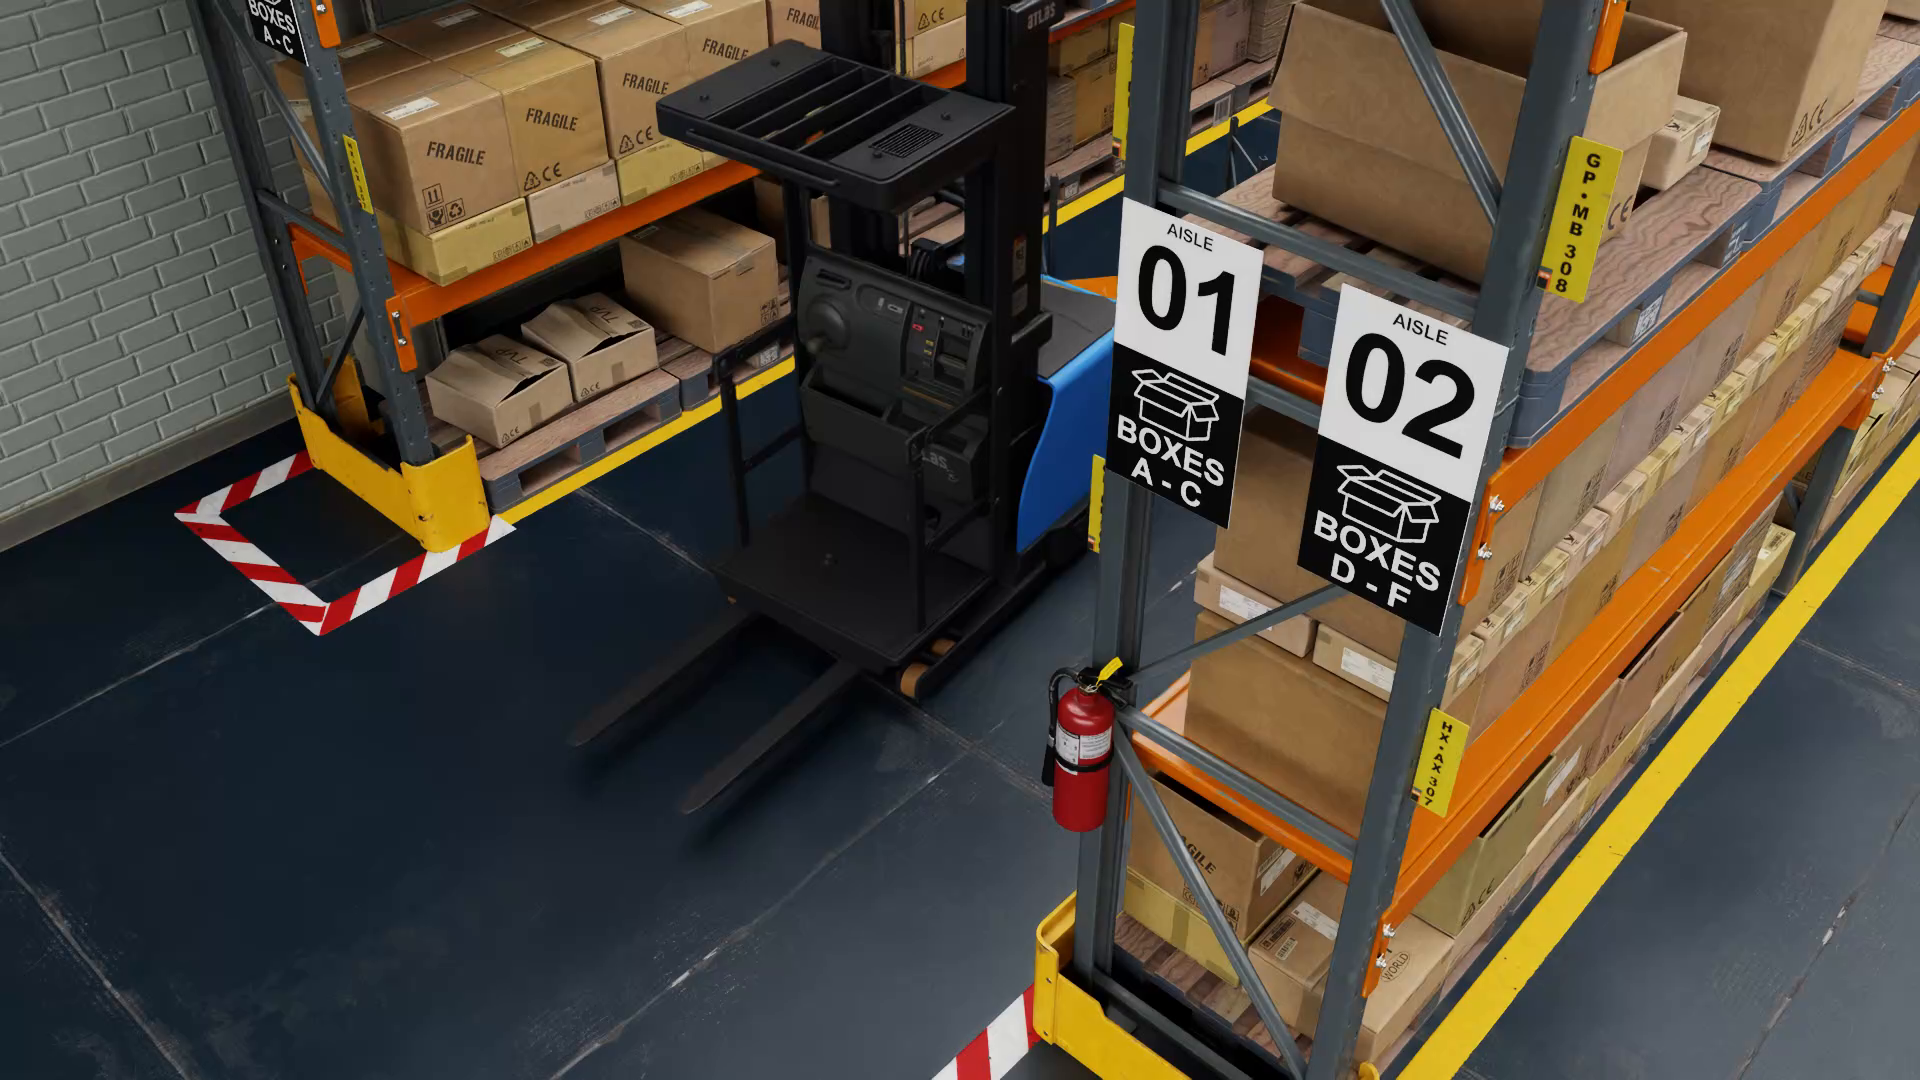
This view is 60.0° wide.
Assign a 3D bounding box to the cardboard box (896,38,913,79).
[{"bbox_3d":[-0.606,-2.601,8.999,0.500,0.250,0.500,30,47,32],"label":"cardboard box"}]

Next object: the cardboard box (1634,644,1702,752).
[{"bbox_3d":[2.669,0.534,6.823,0.500,0.250,0.500,30,47,32],"label":"cardboard box"}]

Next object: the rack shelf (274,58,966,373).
[{"bbox_3d":[-1.517,-2.022,8.744,1.077,0.370,4.000,30,47,32],"label":"rack shelf"}]

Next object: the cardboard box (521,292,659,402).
[{"bbox_3d":[-1.948,-1.046,8.746,0.500,0.311,0.500,-30,47,-32],"label":"cardboard box"}]

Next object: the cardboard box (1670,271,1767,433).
[{"bbox_3d":[2.181,-0.793,5.497,0.700,0.500,0.500,30,47,32],"label":"cardboard box"}]

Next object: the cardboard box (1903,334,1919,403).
[{"bbox_3d":[4.644,-1.003,8.306,0.500,0.311,0.500,28,46,31],"label":"cardboard box"}]

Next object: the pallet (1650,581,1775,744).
[{"bbox_3d":[2.924,0.295,7.493,1.003,0.211,1.213,30,47,32],"label":"pallet"}]

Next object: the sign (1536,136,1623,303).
[{"bbox_3d":[1.198,-0.618,3.224,0.100,0.325,0.005,30,47,32],"label":"sign"}]

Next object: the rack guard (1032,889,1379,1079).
[{"bbox_3d":[0.777,1.683,5.515,1.175,0.500,0.348,30,47,32],"label":"rack guard"}]

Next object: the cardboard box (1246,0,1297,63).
[{"bbox_3d":[2.084,-3.901,12.184,0.700,0.500,0.500,30,48,32],"label":"cardboard box"}]

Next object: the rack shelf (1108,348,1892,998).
[{"bbox_3d":[2.142,0.057,6.130,1.077,0.370,4.000,30,47,32],"label":"rack shelf"}]

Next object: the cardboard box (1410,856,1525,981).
[{"bbox_3d":[1.653,1.221,5.959,0.500,0.250,0.500,30,47,32],"label":"cardboard box"}]

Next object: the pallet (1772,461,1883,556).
[{"bbox_3d":[3.960,-0.407,8.376,1.003,0.211,1.213,30,47,32],"label":"pallet"}]

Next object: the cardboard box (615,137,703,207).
[{"bbox_3d":[-1.615,-1.901,8.118,0.500,0.250,0.500,29,47,31],"label":"cardboard box"}]

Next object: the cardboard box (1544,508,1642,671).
[{"bbox_3d":[1.807,-0.023,5.573,0.700,0.500,0.500,30,47,32],"label":"cardboard box"}]

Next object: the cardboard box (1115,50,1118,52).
[{"bbox_3d":[1.002,-3.237,11.349,0.700,0.500,0.500,30,47,32],"label":"cardboard box"}]

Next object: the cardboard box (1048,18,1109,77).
[{"bbox_3d":[0.611,-3.258,10.774,0.500,0.250,0.500,29,47,31],"label":"cardboard box"}]

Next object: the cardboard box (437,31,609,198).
[{"bbox_3d":[-1.982,-1.943,7.569,0.500,0.500,0.500,30,47,32],"label":"cardboard box"}]

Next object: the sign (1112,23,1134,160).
[{"bbox_3d":[0.402,-1.030,3.861,0.100,0.325,0.005,30,47,32],"label":"sign"}]

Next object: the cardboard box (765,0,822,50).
[{"bbox_3d":[-0.939,-2.659,8.470,0.500,0.500,0.500,28,46,31],"label":"cardboard box"}]

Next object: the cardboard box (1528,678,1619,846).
[{"bbox_3d":[1.982,0.694,6.021,0.500,0.500,0.500,30,47,32],"label":"cardboard box"}]

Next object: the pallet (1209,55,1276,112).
[{"bbox_3d":[2.003,-3.610,12.404,1.003,0.211,1.213,30,47,32],"label":"pallet"}]

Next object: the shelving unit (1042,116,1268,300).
[{"bbox_3d":[0.913,-1.317,8.485,1.083,1.500,0.587,-6,39,-8],"label":"shelving unit"}]

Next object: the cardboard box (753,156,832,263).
[{"bbox_3d":[-0.838,-1.922,9.696,0.500,0.500,0.500,26,45,29],"label":"cardboard box"}]

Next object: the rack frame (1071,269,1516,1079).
[{"bbox_3d":[0.793,0.694,4.751,1.000,3.000,0.127,30,47,32],"label":"rack frame"}]

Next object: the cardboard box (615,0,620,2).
[{"bbox_3d":[-1.673,-2.631,8.434,0.500,0.500,0.500,30,47,32],"label":"cardboard box"}]

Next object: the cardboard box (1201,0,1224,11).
[{"bbox_3d":[1.653,-3.959,11.655,0.500,0.250,0.500,31,48,33],"label":"cardboard box"}]

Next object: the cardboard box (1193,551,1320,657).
[{"bbox_3d":[0.910,0.145,4.839,0.380,0.149,0.250,29,47,31],"label":"cardboard box"}]

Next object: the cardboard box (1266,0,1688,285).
[{"bbox_3d":[1.184,-1.002,3.941,0.637,0.503,0.797,-31,48,-33],"label":"cardboard box"}]

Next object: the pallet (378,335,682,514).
[{"bbox_3d":[-2.241,-0.686,8.727,1.003,0.211,1.213,30,47,32],"label":"pallet"}]

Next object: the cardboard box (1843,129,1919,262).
[{"bbox_3d":[3.197,-1.484,6.367,0.700,0.500,0.500,30,47,32],"label":"cardboard box"}]

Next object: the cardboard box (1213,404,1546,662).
[{"bbox_3d":[1.153,-0.087,4.610,0.700,0.500,0.500,30,47,32],"label":"cardboard box"}]

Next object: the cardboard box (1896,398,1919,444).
[{"bbox_3d":[4.640,-0.787,8.485,0.500,0.250,0.500,28,46,31],"label":"cardboard box"}]

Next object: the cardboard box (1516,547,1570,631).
[{"bbox_3d":[1.562,0.074,4.928,0.380,0.149,0.250,30,47,32],"label":"cardboard box"}]

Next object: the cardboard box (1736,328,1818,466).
[{"bbox_3d":[2.846,-0.731,6.463,0.700,0.500,0.500,29,47,31],"label":"cardboard box"}]

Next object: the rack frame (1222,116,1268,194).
[{"bbox_3d":[1.404,-1.370,8.551,0.032,1.500,0.500,-6,39,-8],"label":"rack frame"}]

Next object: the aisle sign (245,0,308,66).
[{"bbox_3d":[-2.693,-2.243,6.356,0.394,0.787,0.004,30,47,32],"label":"aisle sign"}]

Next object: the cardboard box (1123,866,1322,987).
[{"bbox_3d":[0.936,1.235,5.942,0.500,0.250,0.500,30,47,32],"label":"cardboard box"}]

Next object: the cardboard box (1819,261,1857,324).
[{"bbox_3d":[3.123,-0.988,6.264,0.380,0.149,0.250,28,46,31],"label":"cardboard box"}]

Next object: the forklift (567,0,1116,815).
[{"bbox_3d":[-0.414,-0.805,6.691,1.130,2.935,3.031,25,45,28],"label":"forklift"}]

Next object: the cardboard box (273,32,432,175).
[{"bbox_3d":[-2.705,-1.933,7.556,0.500,0.500,0.500,29,47,31],"label":"cardboard box"}]

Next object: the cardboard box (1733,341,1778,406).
[{"bbox_3d":[2.608,-0.639,5.826,0.380,0.149,0.250,31,48,33],"label":"cardboard box"}]

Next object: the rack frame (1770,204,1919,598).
[{"bbox_3d":[3.491,-1.144,7.062,1.000,3.000,0.127,30,47,32],"label":"rack frame"}]

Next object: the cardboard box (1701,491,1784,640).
[{"bbox_3d":[2.994,0.004,6.888,0.500,0.500,0.500,30,47,32],"label":"cardboard box"}]

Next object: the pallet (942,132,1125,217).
[{"bbox_3d":[0.356,-2.489,10.994,1.003,0.211,1.213,30,47,32],"label":"pallet"}]

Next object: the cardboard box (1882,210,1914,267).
[{"bbox_3d":[4.240,-1.367,7.544,0.380,0.149,0.250,30,47,32],"label":"cardboard box"}]

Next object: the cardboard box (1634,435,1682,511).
[{"bbox_3d":[2.084,-0.282,5.376,0.380,0.149,0.250,29,47,31],"label":"cardboard box"}]
